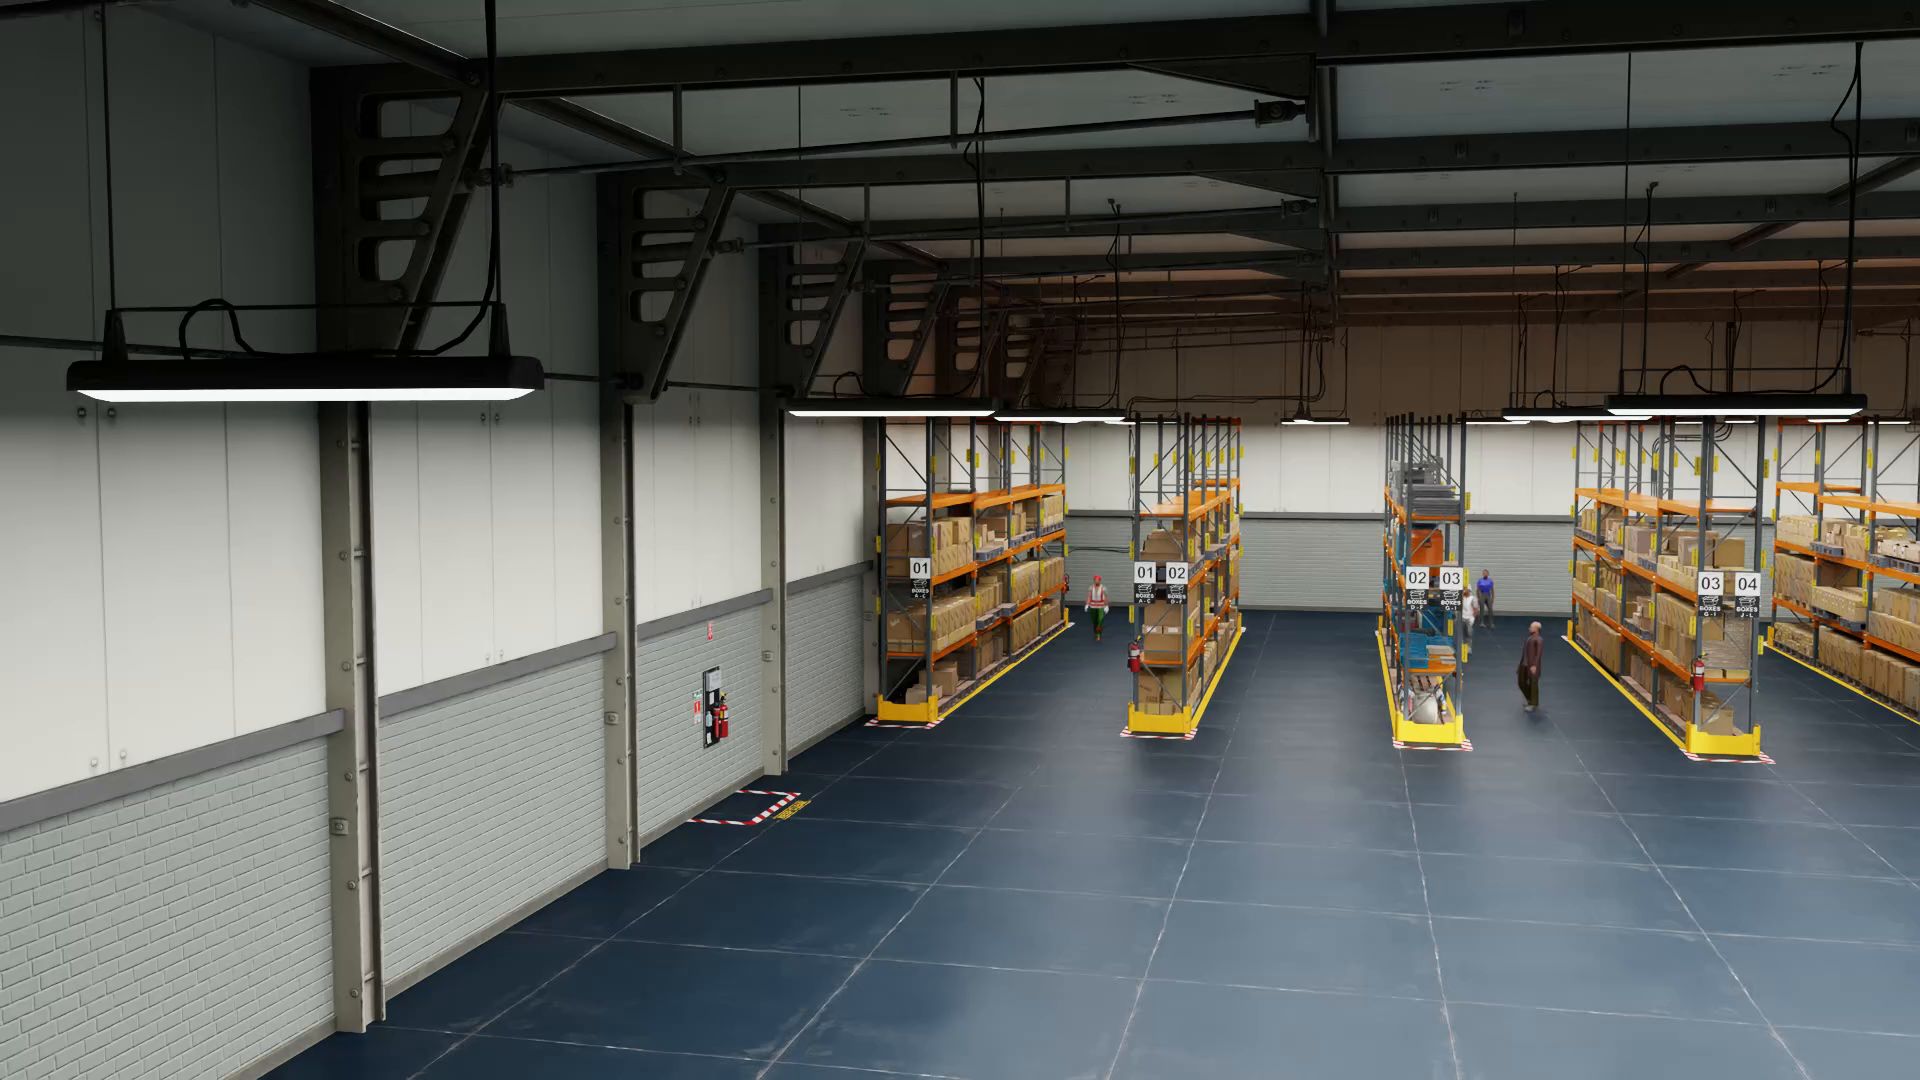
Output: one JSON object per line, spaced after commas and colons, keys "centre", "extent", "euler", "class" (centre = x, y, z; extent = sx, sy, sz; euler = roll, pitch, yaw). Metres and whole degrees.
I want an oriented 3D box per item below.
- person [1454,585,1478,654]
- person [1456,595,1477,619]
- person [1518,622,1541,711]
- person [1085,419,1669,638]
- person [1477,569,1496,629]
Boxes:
{"centre": [12.761, 2.000, 41.957], "extent": [0.597, 1.783, 0.469], "euler": [2, 4, 27], "class": "person"}
{"centre": [17.656, 2.590, 33.681], "extent": [1.885, 1.680, 19.874], "euler": [-2, 4, -27], "class": "person"}
{"centre": [11.612, 2.552, 33.779], "extent": [0.530, 1.785, 0.577], "euler": [-2, 4, -27], "class": "person"}
{"centre": [9.580, -0.040, 40.963], "extent": [13.744, 5.827, 5.035], "euler": [1, 4, 14], "class": "person"}
{"centre": [15.071, 1.737, 47.619], "extent": [0.492, 1.562, 0.517], "euler": [0, 4, -1], "class": "person"}
